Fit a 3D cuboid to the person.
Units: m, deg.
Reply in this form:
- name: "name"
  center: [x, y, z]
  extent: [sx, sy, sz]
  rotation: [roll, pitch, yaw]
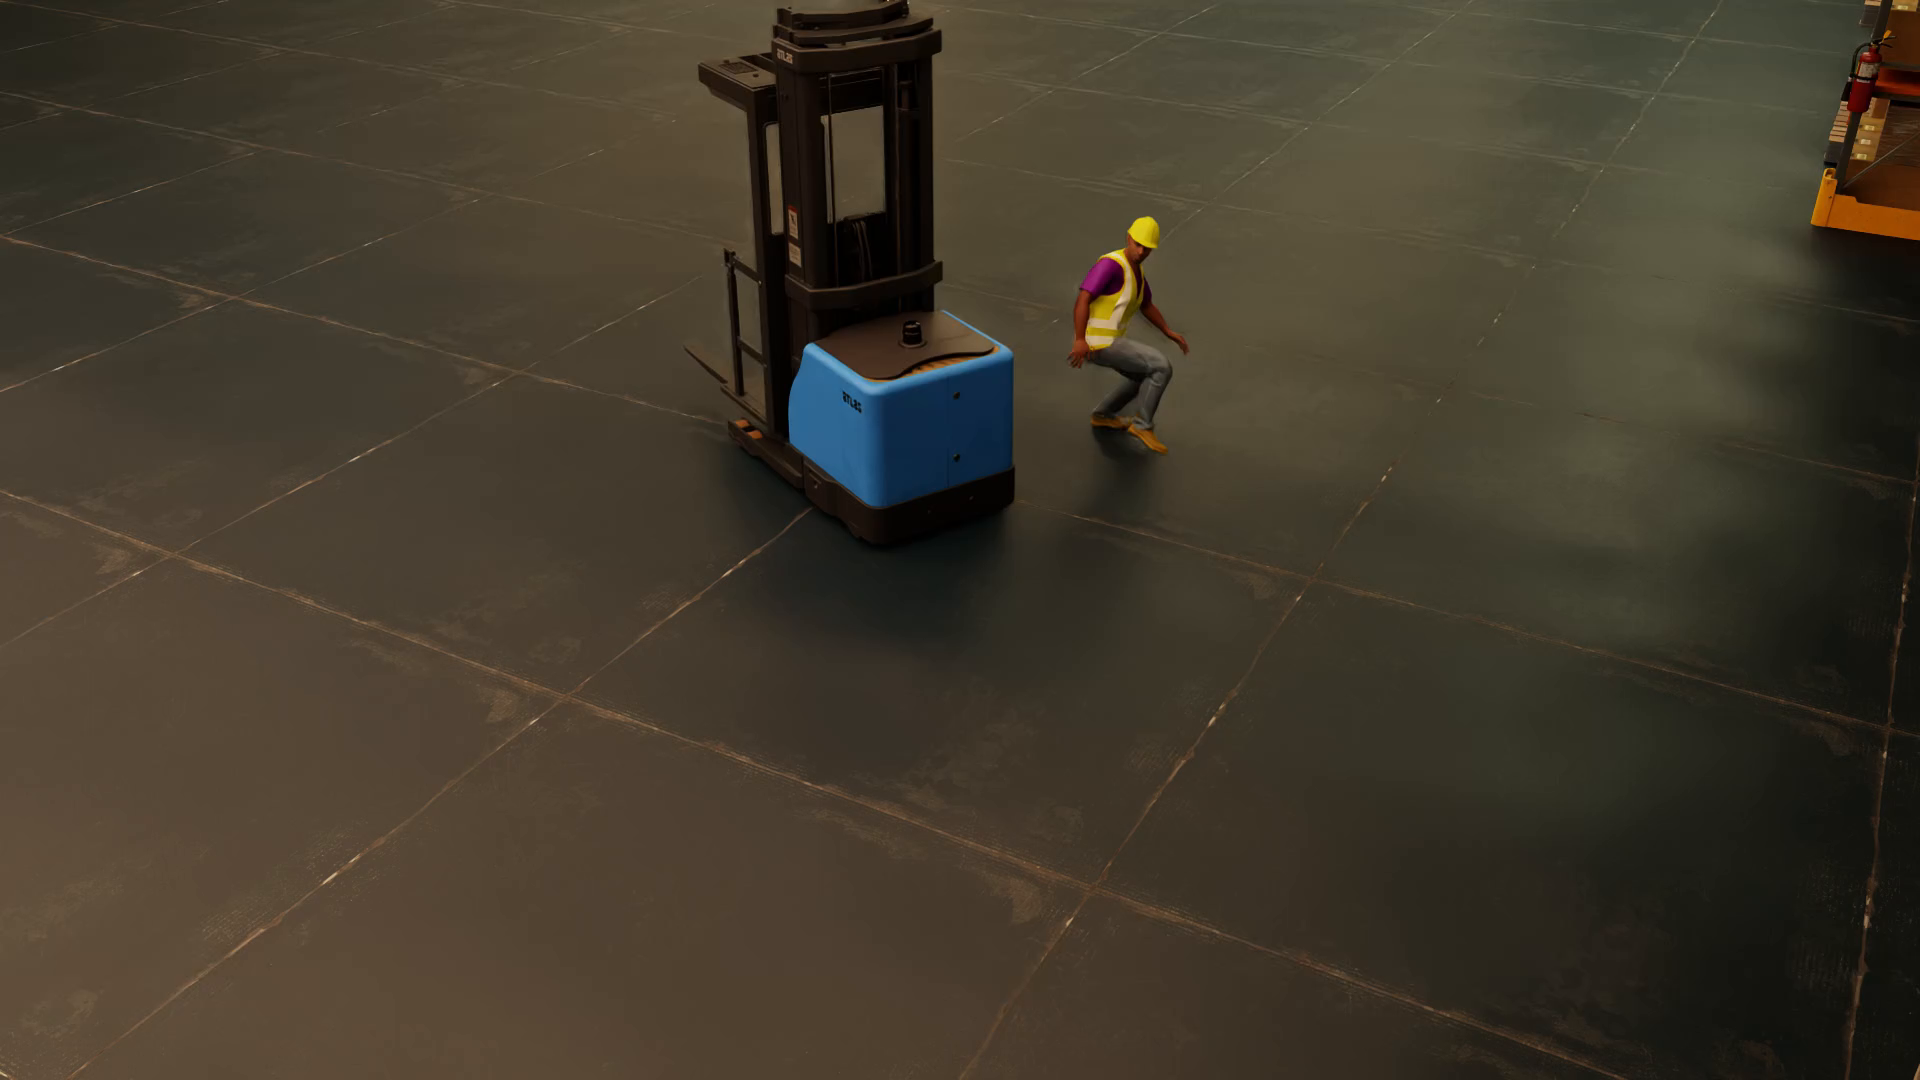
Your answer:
- name: "person"
  center: [1.110, -1.310, 10.777]
  extent: [0.742, 1.535, 0.819]
  rotation: [6, 31, 10]

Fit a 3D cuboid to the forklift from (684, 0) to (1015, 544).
- name: "forklift"
  center: [-0.889, -1.941, 10.433]
  extent: [1.130, 2.935, 3.031]
  rotation: [-18, 35, -28]
